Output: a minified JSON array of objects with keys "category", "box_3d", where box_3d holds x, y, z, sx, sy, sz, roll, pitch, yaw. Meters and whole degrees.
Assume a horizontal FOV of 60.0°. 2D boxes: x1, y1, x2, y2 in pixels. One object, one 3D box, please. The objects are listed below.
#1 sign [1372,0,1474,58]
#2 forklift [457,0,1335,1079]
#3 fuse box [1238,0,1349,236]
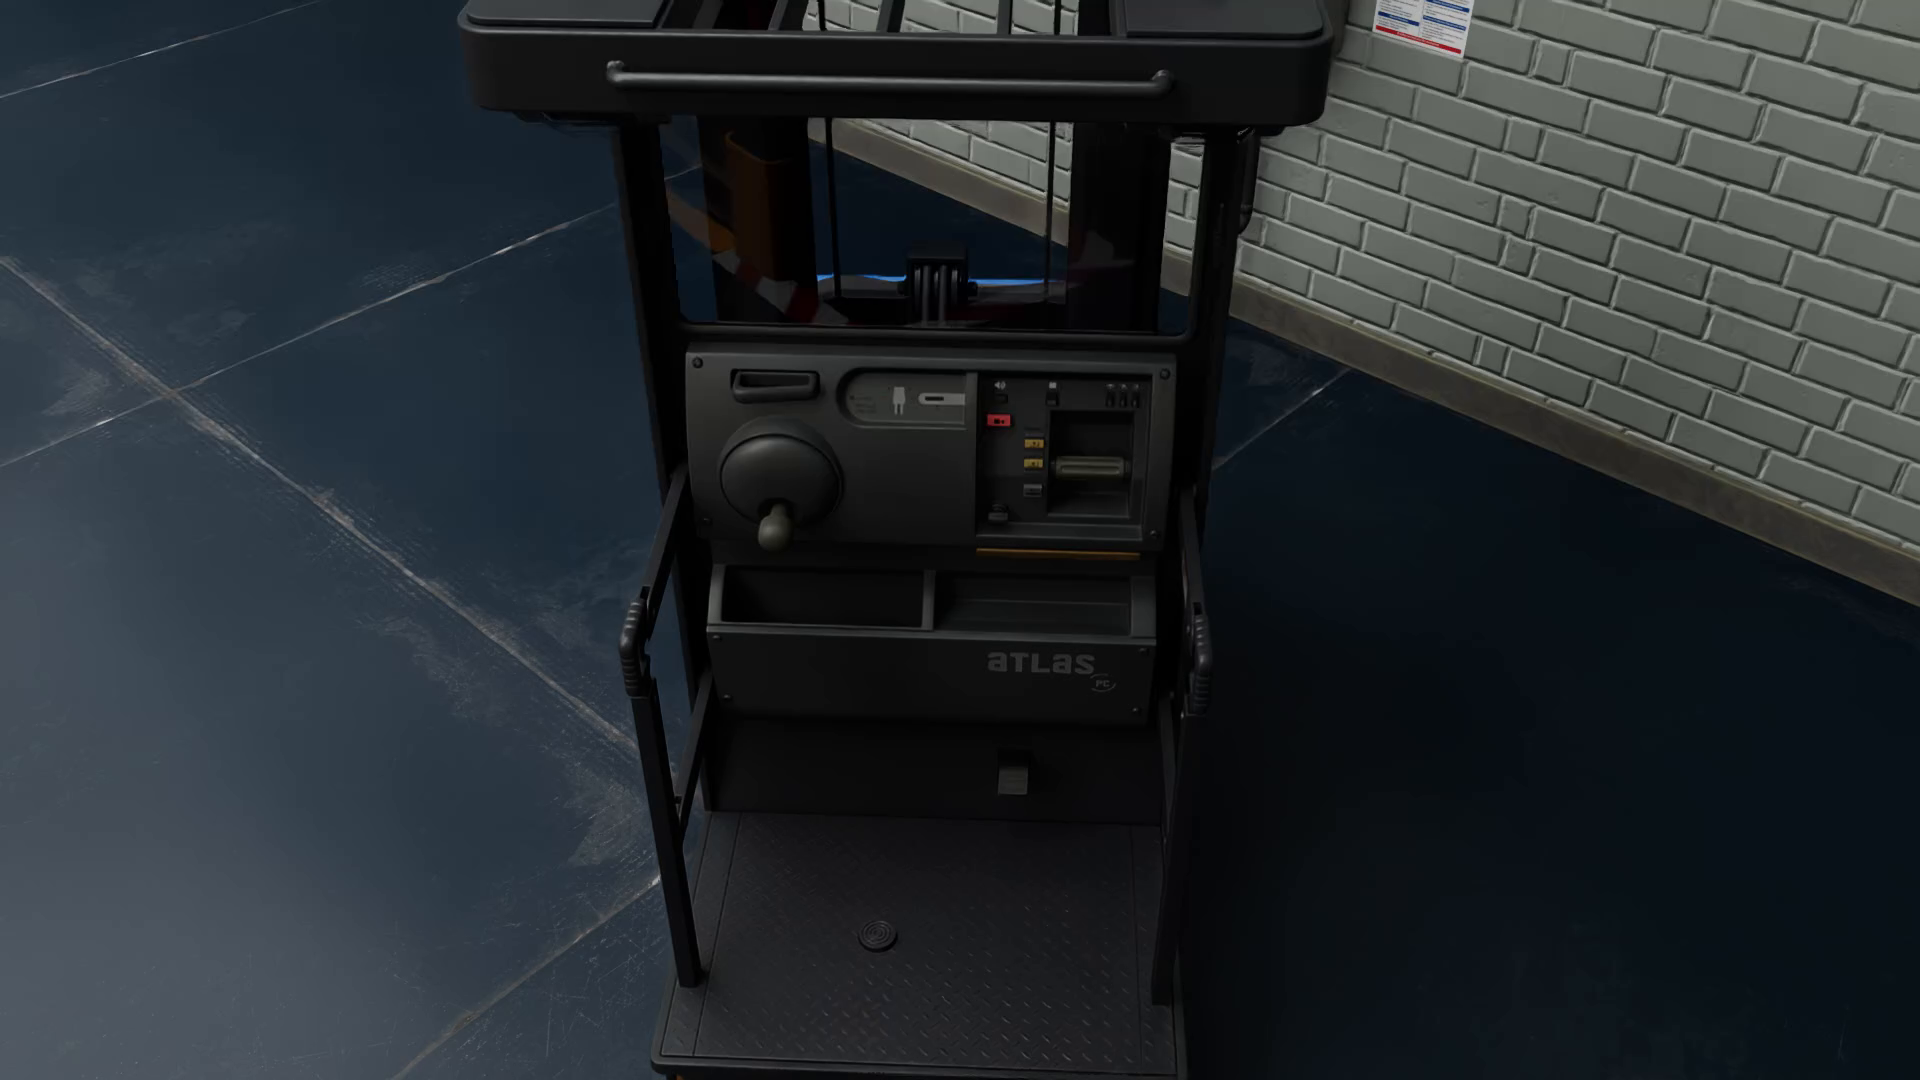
[{"category":"sign","box_3d":[1.455,-1.771,5.143,0.329,0.494,0.001,30,47,32]},{"category":"forklift","box_3d":[-0.065,-0.094,3.013,1.130,2.935,3.031,2,39,2]},{"category":"fuse box","box_3d":[0.950,-1.416,5.656,0.539,1.711,0.414,30,47,32]}]
